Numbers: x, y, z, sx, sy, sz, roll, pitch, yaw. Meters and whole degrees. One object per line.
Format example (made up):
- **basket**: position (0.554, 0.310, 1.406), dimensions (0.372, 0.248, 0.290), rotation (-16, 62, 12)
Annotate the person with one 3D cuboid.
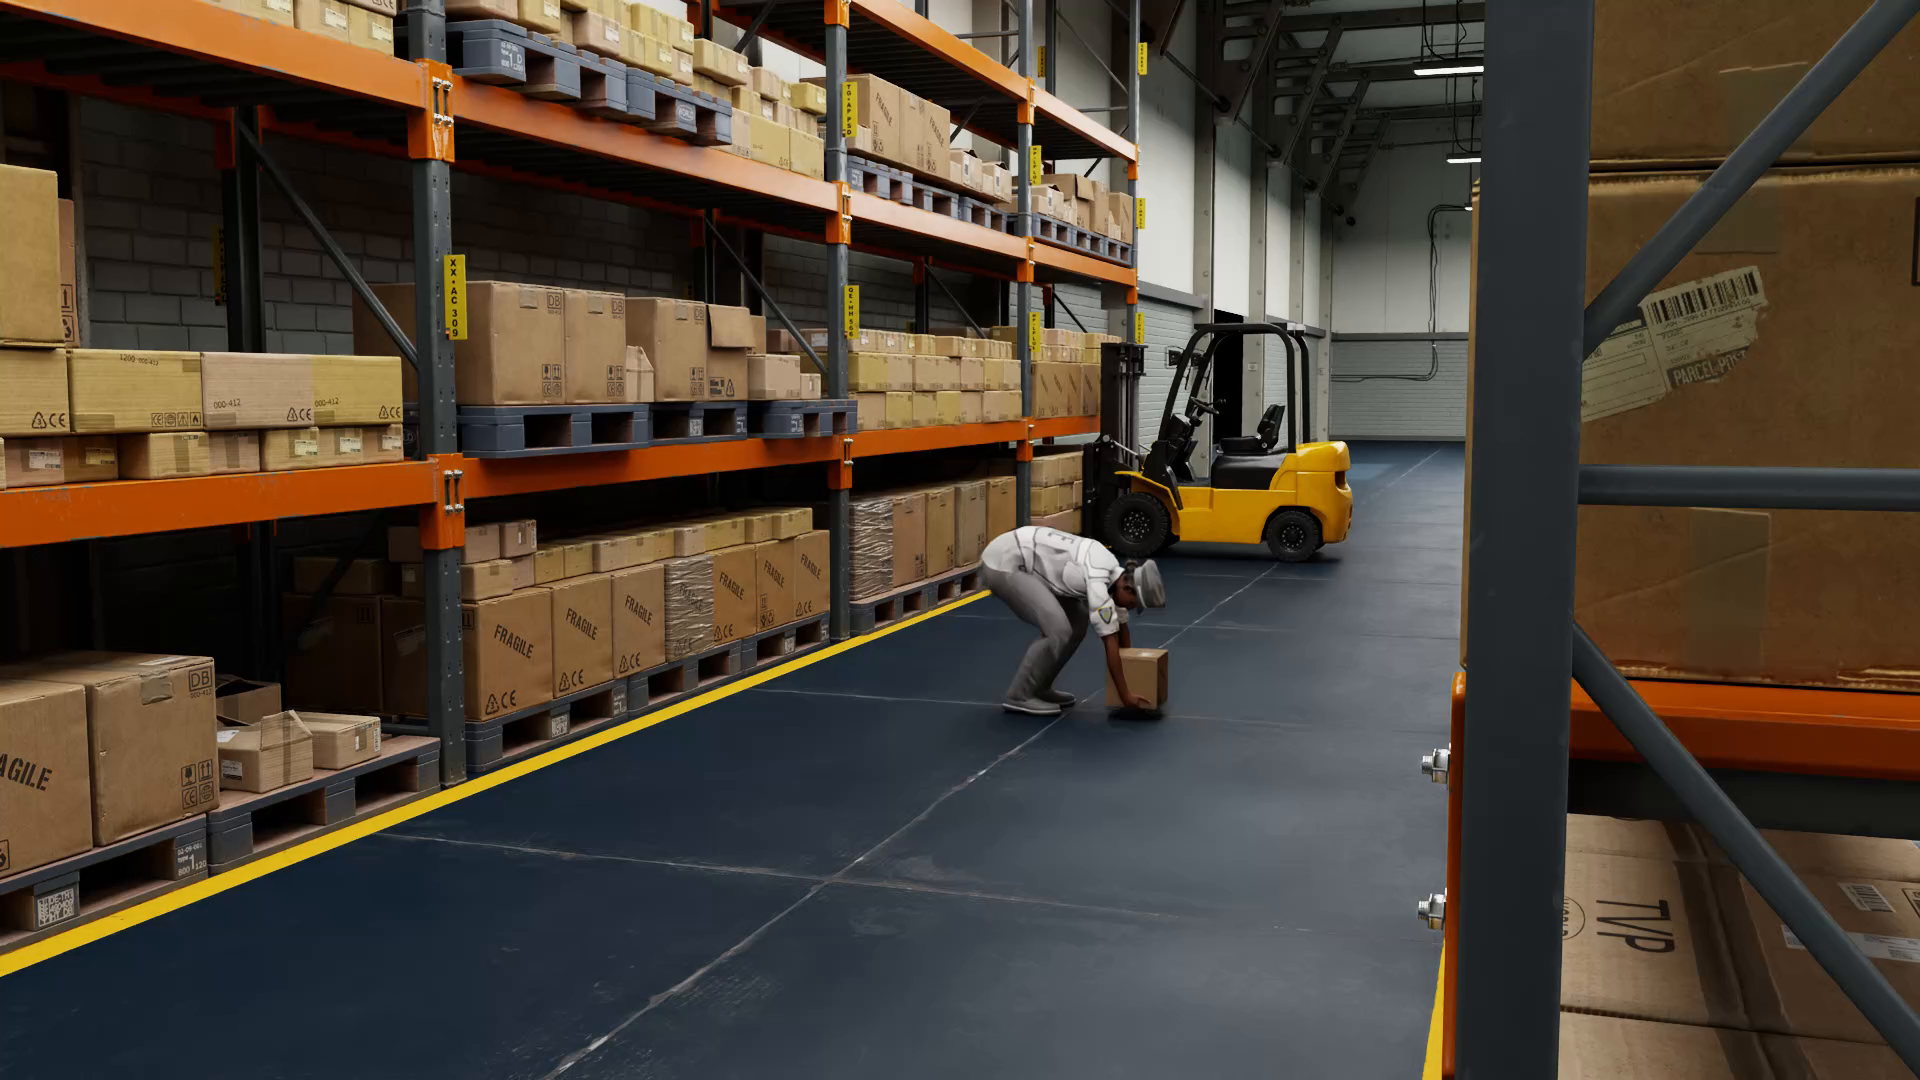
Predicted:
- **person**: position (0.554, 0.391, 8.133), dimensions (0.904, 0.908, 0.465), rotation (2, 6, 17)
